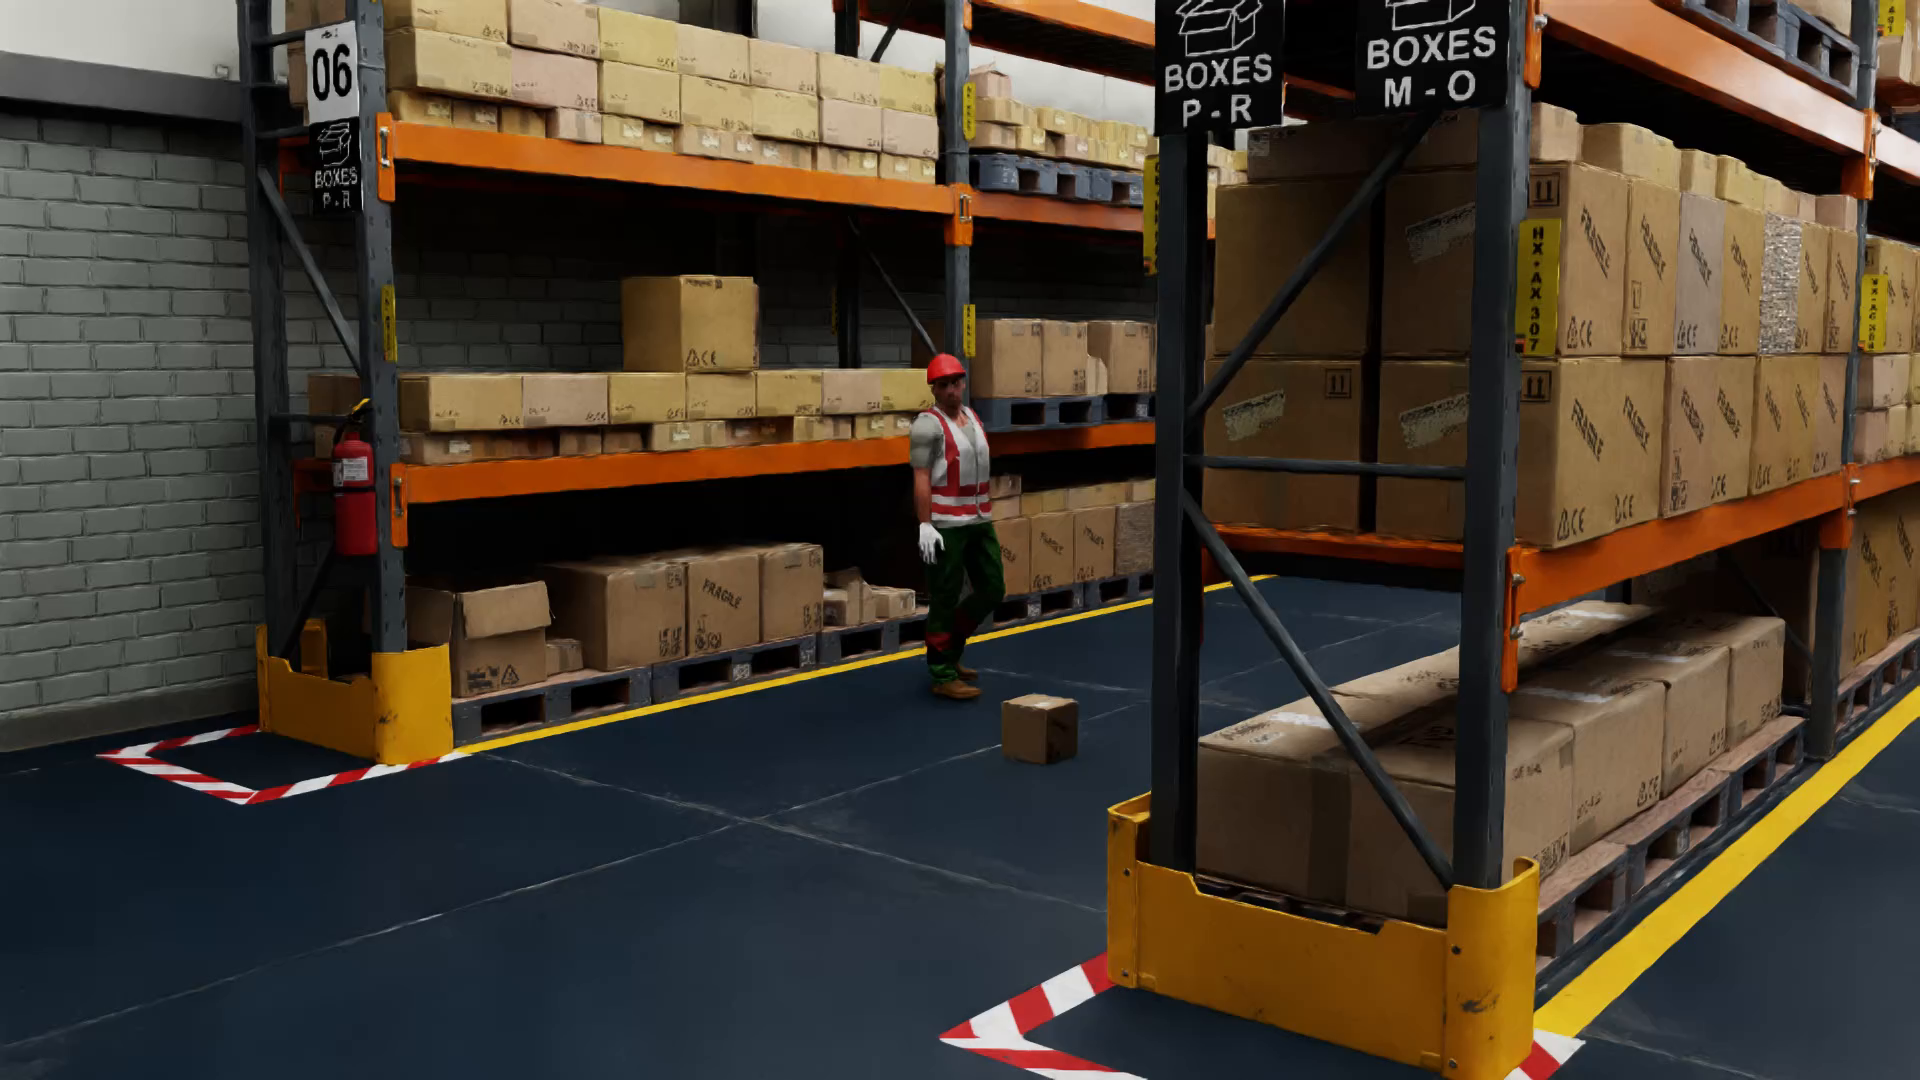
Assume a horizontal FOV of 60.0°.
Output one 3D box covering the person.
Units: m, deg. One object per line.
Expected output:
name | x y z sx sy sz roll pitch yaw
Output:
person | -0.046 -0.078 8.672 0.442 1.786 0.578 5 8 39
